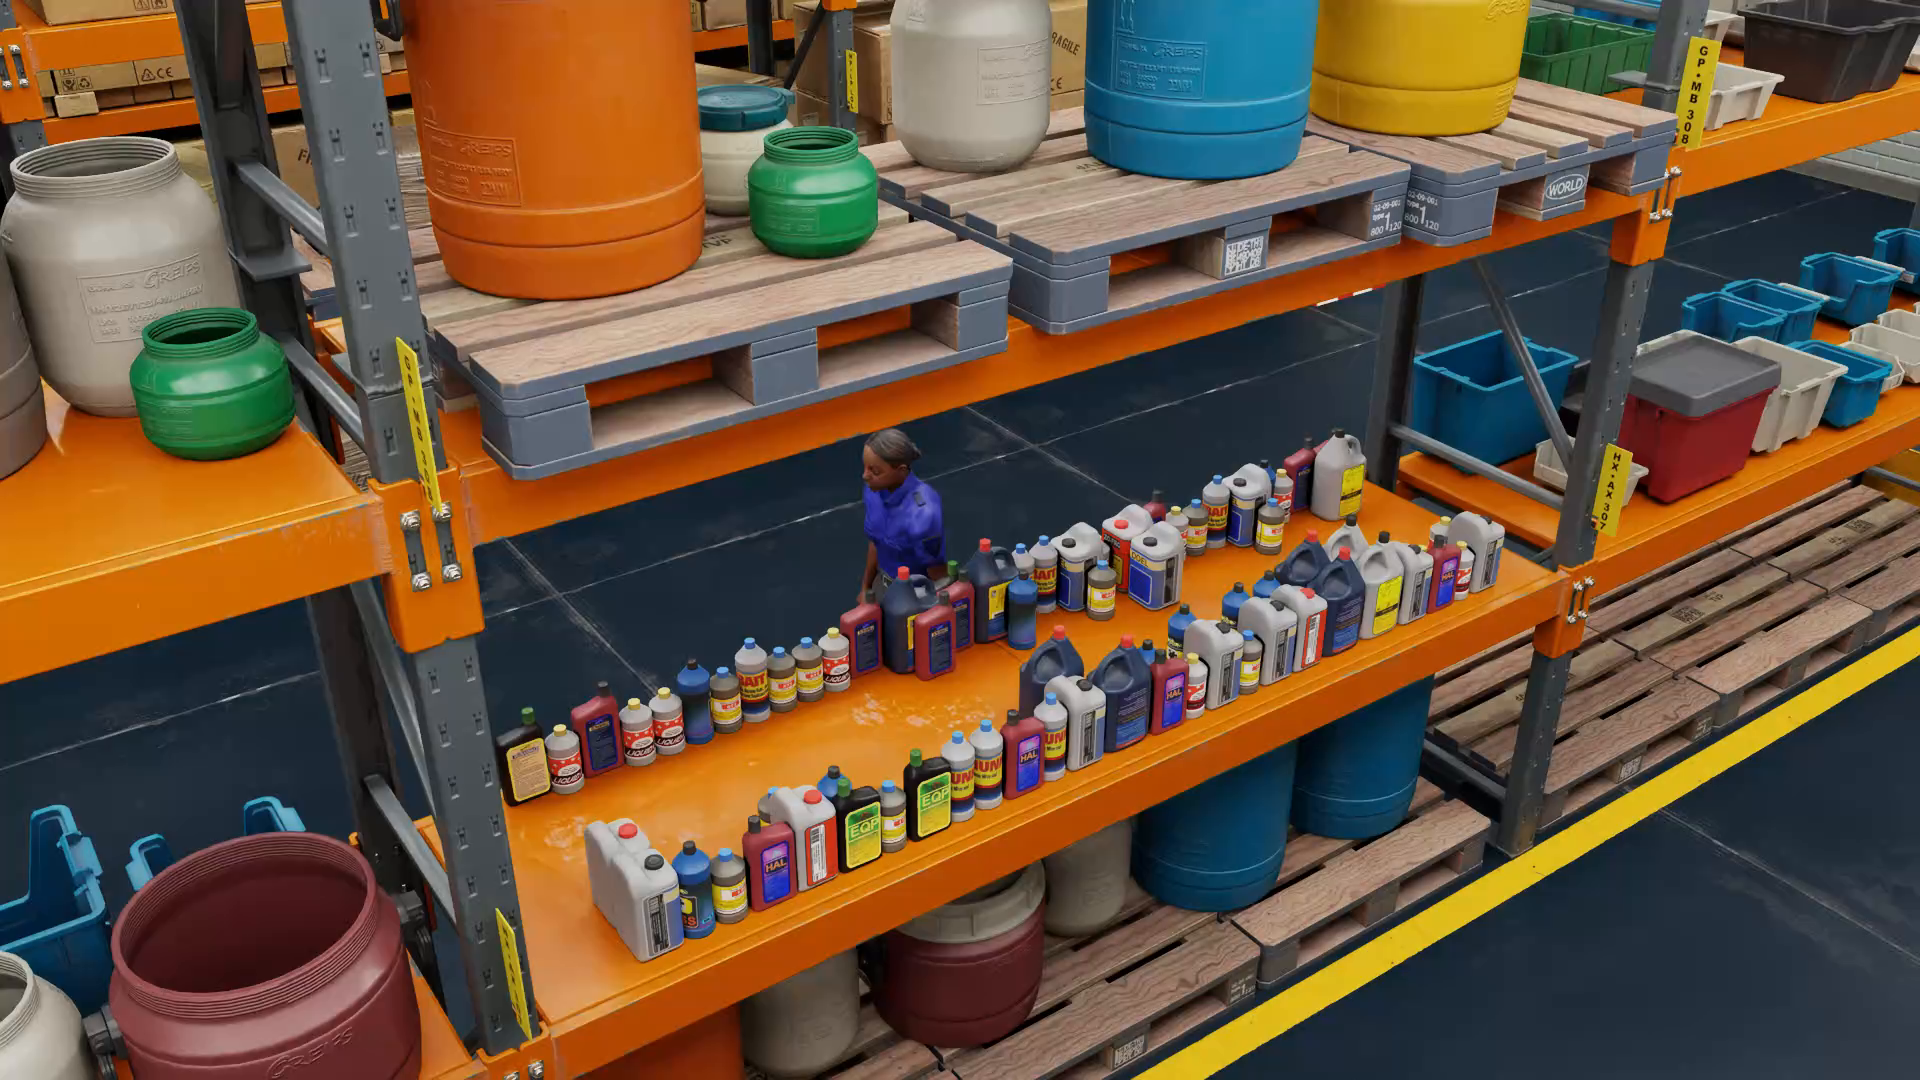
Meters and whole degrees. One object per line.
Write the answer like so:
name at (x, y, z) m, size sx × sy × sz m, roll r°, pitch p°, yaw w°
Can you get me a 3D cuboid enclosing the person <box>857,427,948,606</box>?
person at (-0.235, 0.282, 6.616) m, size 0.350 × 1.655 × 0.507 m, roll -19°, pitch 34°, yaw -31°
